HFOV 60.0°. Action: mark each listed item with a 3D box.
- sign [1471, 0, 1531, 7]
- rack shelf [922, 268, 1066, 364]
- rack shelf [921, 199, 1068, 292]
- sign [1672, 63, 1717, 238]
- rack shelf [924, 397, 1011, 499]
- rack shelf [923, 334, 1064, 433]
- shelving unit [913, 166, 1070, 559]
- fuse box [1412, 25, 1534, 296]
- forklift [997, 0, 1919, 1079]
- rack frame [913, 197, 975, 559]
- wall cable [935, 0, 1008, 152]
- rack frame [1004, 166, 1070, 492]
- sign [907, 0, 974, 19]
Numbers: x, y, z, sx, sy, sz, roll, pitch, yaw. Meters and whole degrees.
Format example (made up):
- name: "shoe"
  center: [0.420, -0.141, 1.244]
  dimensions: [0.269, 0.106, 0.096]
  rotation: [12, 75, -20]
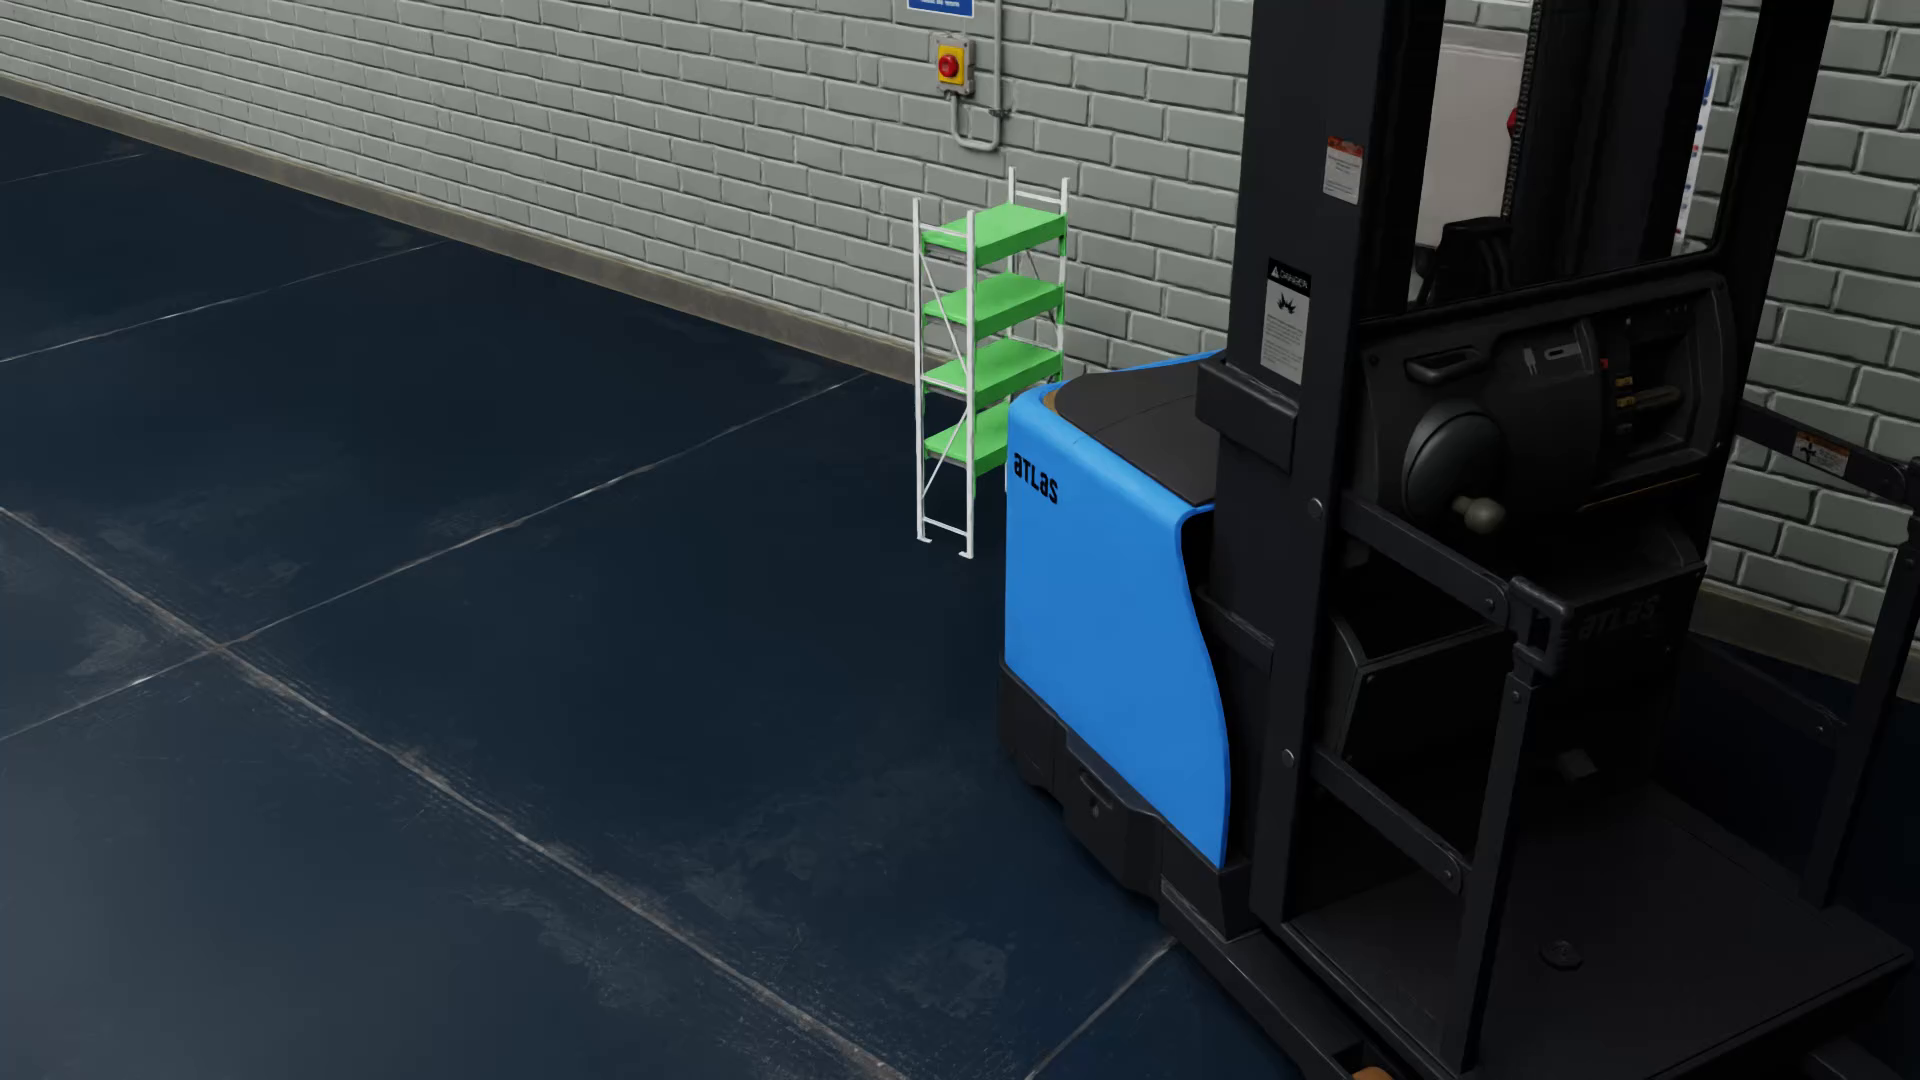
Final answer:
- name: "sign"
  center: [1.540, -1.711, 4.894]
  dimensions: [0.339, 0.242, 0.001]
  rotation: [21, 34, 34]
- name: "rack shelf"
  center: [0.105, -0.748, 5.507]
  dimensions: [0.258, 0.148, 0.480]
  rotation: [21, 34, 34]
- name: "rack shelf"
  center: [0.105, -0.961, 5.397]
  dimensions: [0.258, 0.148, 0.480]
  rotation: [21, 34, 34]
- name: "sign"
  center: [1.964, -1.142, 4.796]
  dimensions: [0.329, 0.494, 0.001]
  rotation: [21, 34, 34]
- name: "rack shelf"
  center: [0.105, -0.322, 5.727]
  dimensions: [0.258, 0.148, 0.480]
  rotation: [21, 34, 34]
- name: "rack shelf"
  center: [0.105, -0.535, 5.617]
  dimensions: [0.258, 0.148, 0.480]
  rotation: [21, 34, 34]
- name: "shelving unit"
  center: [0.105, -0.592, 5.588]
  dimensions: [0.258, 1.200, 0.503]
  rotation: [21, 34, 34]
- name: "fuse box"
  center: [1.451, -0.682, 5.207]
  dimensions: [0.539, 1.711, 0.414]
  rotation: [21, 34, 34]
- name: "forklift"
  center: [1.235, -0.224, 2.993]
  dimensions: [1.130, 2.935, 3.031]
  rotation: [-14, 30, -24]
- name: "rack frame"
  center: [-0.050, -0.505, 5.421]
  dimensions: [0.240, 1.200, 0.015]
  rotation: [21, 34, 34]
- name: "wall cable"
  center: [-0.077, -2.386, 5.957]
  dimensions: [0.585, 1.953, 0.123]
  rotation: [21, 34, 34]
- name: "rack frame"
  center: [0.260, -0.678, 5.755]
  dimensions: [0.240, 1.200, 0.015]
  rotation: [21, 34, 34]
- name: "sign"
  center: [-0.075, -2.076, 6.205]
  dimensions: [0.327, 0.218, 0.001]
  rotation: [21, 34, 34]
